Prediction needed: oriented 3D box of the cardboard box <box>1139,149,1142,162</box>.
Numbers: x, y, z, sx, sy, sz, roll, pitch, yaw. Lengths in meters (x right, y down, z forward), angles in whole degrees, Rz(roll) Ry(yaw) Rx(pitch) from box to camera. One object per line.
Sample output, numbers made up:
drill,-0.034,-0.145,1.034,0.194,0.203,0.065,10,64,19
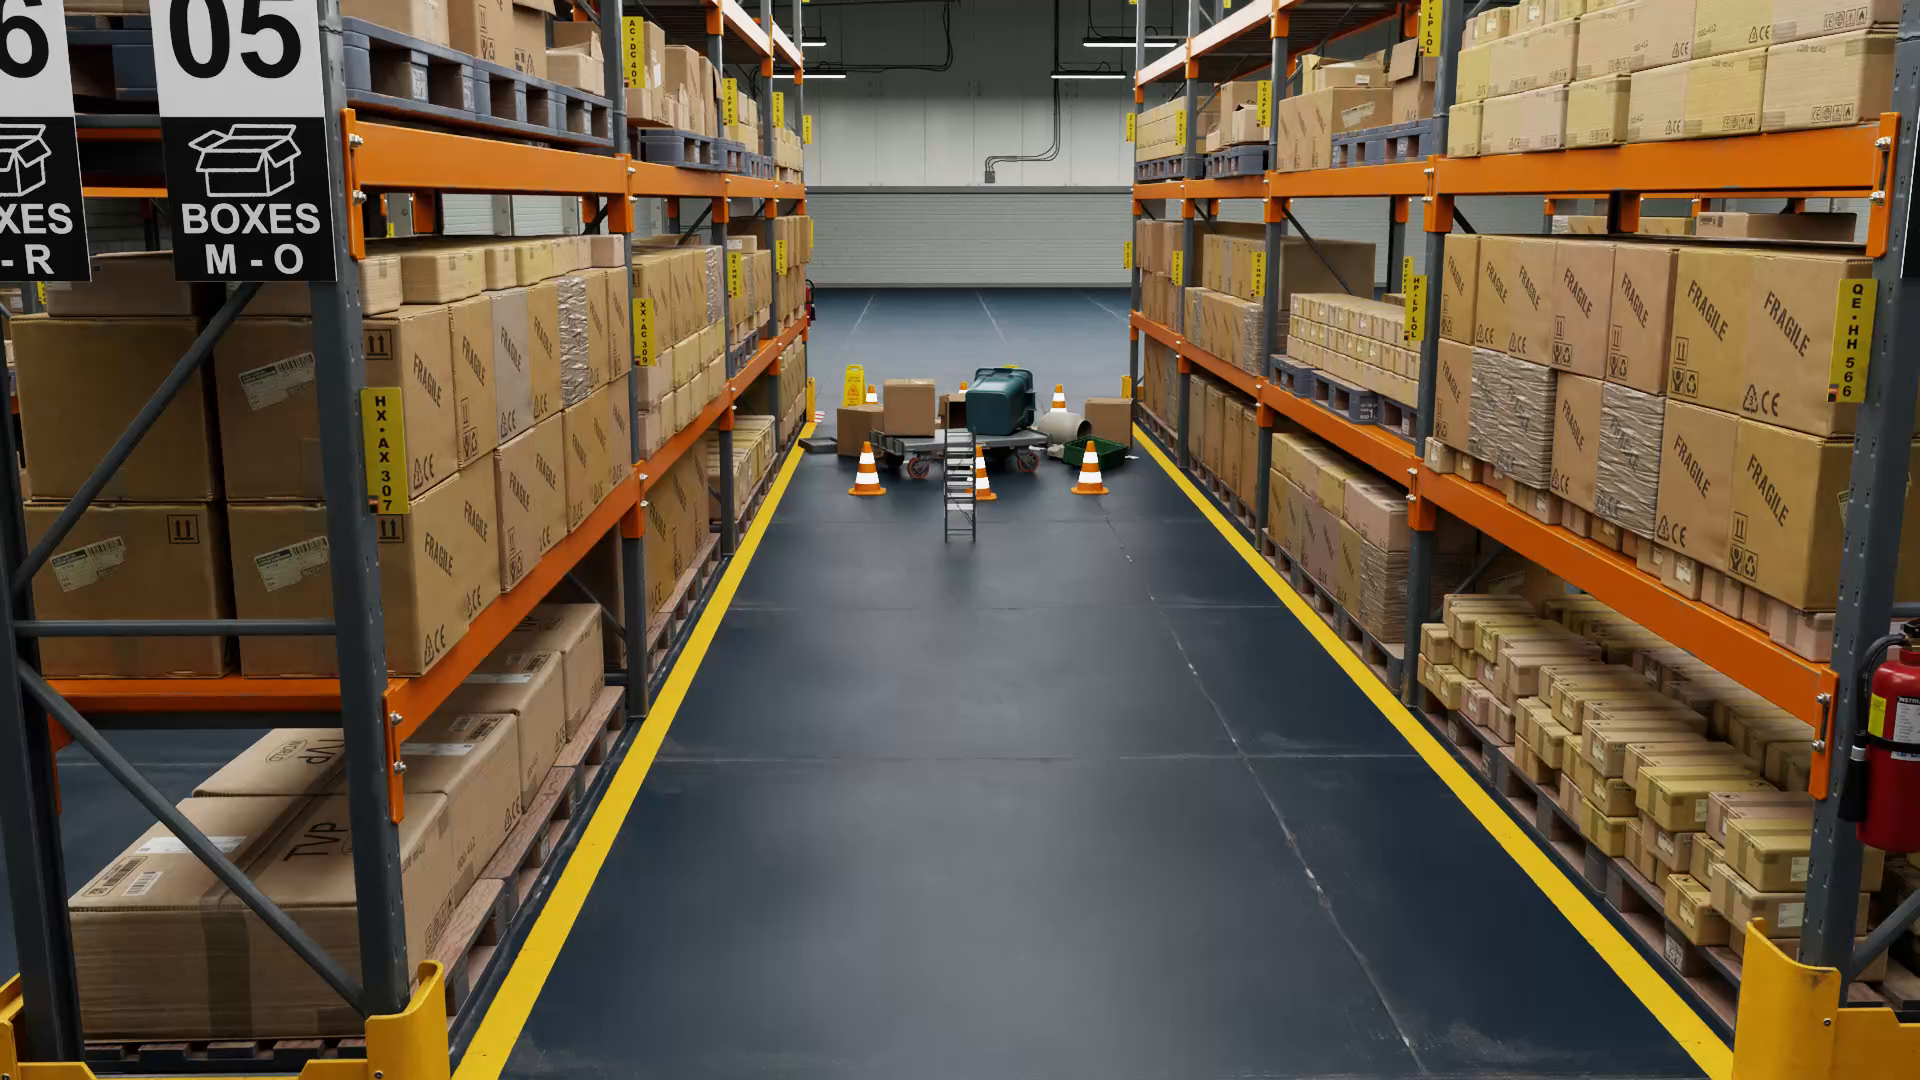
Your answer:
cardboard box,2.282,-4.465,19.306,0.380,0.149,0.250,0,11,-1

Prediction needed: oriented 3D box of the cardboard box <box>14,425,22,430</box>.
cardboard box,-7.176,-0.628,13.526,0.875,0.625,0.625,0,11,1

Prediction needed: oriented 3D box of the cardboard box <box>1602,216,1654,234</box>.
cardboard box,7.321,-3.260,18.071,0.500,0.500,0.500,0,11,-1

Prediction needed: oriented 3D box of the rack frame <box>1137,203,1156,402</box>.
rack frame,2.592,-2.984,20.223,0.949,2.616,0.053,0,11,-1

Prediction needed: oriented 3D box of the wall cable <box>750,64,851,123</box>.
wall cable,-4.861,-13.239,50.792,3.097,2.526,0.112,0,11,-1

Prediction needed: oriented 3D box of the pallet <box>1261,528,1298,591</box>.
pallet,2.769,0.128,11.896,1.003,0.211,1.213,0,11,-1

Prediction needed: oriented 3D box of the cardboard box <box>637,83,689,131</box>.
cardboard box,-1.798,-2.533,9.736,0.396,0.266,0.258,1,11,4

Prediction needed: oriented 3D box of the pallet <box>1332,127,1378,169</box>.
pallet,2.906,-2.306,9.808,1.213,0.211,1.003,0,11,-1

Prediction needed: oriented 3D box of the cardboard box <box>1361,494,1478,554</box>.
cardboard box,2.569,-0.094,9.322,0.500,0.250,0.500,-1,11,-3

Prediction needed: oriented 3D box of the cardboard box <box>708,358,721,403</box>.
cardboard box,-1.896,-1.079,11.209,0.500,0.250,0.500,0,11,0

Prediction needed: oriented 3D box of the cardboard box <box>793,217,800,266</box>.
cardboard box,-2.039,-3.123,17.394,0.700,0.500,0.500,0,11,-2

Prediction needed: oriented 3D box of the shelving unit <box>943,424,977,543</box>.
shelving unit,0.000,-0.439,12.962,0.258,0.900,0.210,0,11,-1

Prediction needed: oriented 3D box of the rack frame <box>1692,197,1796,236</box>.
rack frame,7.633,-2.189,16.305,1.000,3.000,0.127,0,11,-1

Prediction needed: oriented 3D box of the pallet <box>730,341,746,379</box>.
pallet,-2.314,-1.400,12.900,1.213,0.211,1.003,0,11,-1

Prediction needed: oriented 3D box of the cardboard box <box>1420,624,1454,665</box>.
cardboard box,2.525,0.520,8.315,0.380,0.149,0.250,0,11,1

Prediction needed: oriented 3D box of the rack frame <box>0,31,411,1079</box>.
rack frame,-2.027,0.237,4.346,1.000,3.000,0.127,0,11,-1

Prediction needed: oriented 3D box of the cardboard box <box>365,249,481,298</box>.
cardboard box,-1.748,-0.848,5.296,0.380,0.149,0.250,-1,11,-3

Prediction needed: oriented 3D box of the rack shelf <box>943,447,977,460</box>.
rack shelf,0.000,-0.671,12.915,0.258,0.077,0.200,0,11,-1

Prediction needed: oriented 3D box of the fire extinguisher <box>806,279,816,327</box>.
fire extinguisher,-1.899,-2.930,20.153,0.296,0.674,0.183,0,11,-1

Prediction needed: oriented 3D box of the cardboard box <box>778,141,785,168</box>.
cardboard box,-2.030,-3.882,16.733,0.500,0.250,0.500,0,11,-2

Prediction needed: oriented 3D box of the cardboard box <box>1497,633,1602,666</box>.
cardboard box,2.666,0.527,7.533,0.380,0.149,0.250,-1,11,-3

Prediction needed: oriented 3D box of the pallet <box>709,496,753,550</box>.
pallet,-2.207,-0.142,13.228,1.003,0.211,1.213,0,11,-1

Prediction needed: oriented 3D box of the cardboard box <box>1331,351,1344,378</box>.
cardboard box,2.591,-1.123,10.626,0.380,0.149,0.250,0,11,0

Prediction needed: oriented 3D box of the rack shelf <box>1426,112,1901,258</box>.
rack shelf,2.878,-1.318,6.278,1.077,0.370,4.000,0,11,-1

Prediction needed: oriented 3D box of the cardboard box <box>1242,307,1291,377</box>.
cardboard box,2.477,-1.531,12.810,0.500,0.500,0.500,0,11,-1

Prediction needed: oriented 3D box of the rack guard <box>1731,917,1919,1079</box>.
rack guard,2.918,1.407,4.868,1.175,0.500,0.348,0,11,-1

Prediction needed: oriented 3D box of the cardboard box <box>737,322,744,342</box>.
cardboard box,-1.930,-1.667,13.307,0.380,0.149,0.250,0,11,-1

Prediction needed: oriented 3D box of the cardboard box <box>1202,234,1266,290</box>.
cardboard box,2.688,-2.629,15.708,0.700,0.500,0.500,0,11,-2

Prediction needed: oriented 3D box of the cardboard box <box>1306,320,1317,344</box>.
cardboard box,2.580,-1.418,11.333,0.380,0.149,0.250,-1,11,-3

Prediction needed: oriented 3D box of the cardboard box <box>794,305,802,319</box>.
cardboard box,-2.001,-2.595,18.937,0.380,0.149,0.250,0,11,0

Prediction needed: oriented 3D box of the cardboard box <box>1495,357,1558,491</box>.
cardboard box,2.587,-0.495,6.956,0.500,0.500,0.500,0,11,-2

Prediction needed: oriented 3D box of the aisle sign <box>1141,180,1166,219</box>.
aisle sign,2.288,-4.271,20.028,0.394,0.787,0.004,0,11,-1

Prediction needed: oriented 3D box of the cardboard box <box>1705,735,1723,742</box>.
cardboard box,3.079,0.877,6.560,0.380,0.149,0.250,0,11,2

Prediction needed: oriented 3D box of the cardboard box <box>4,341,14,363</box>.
cardboard box,-6.758,-1.286,11.428,0.380,0.149,0.250,0,11,0

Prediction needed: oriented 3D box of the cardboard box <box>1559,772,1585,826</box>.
cardboard box,2.603,1.027,6.568,0.380,0.149,0.250,0,11,0

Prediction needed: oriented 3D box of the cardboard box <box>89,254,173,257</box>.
cardboard box,-2.264,-0.741,4.768,0.380,0.149,0.250,0,11,0

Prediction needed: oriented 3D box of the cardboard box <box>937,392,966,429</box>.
cardboard box,0.210,-1.381,18.602,0.797,0.503,0.637,-10,15,-40

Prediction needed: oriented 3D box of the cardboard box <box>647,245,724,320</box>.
cardboard box,-1.920,-1.790,11.574,0.500,0.500,0.500,-1,11,-3

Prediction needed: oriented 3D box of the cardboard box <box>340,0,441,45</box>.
cardboard box,-1.820,-1.582,5.092,0.380,0.149,0.250,0,11,1

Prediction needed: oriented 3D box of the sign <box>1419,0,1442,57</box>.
sign,2.282,-2.512,8.061,0.100,0.325,0.005,0,11,-1

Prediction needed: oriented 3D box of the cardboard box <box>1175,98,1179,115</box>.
cardboard box,2.341,-4.303,16.499,0.380,0.149,0.250,0,11,-1

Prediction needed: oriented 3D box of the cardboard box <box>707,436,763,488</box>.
cardboard box,-2.227,-0.681,14.424,0.950,0.372,0.625,0,11,1

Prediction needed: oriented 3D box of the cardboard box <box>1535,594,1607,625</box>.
cardboard box,3.105,0.371,8.304,0.380,0.149,0.250,0,11,0

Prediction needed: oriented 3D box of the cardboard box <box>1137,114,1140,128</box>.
cardboard box,2.278,-4.909,19.485,0.380,0.149,0.250,0,11,-1

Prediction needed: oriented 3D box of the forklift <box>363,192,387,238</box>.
forklift,-5.116,-1.492,13.203,1.129,2.867,3.031,-7,13,-31

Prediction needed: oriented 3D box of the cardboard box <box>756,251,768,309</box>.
cardboard box,-2.025,-2.359,15.089,0.500,0.500,0.500,0,11,-1

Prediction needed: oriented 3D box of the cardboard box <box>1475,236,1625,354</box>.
cardboard box,2.629,-1.090,7.371,0.500,0.500,0.500,-1,11,-3

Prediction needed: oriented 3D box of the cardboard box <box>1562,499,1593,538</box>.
cardboard box,2.644,-0.103,6.654,0.380,0.149,0.250,0,11,1

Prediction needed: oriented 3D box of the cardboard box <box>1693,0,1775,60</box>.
cardboard box,2.644,-1.637,5.160,0.500,0.250,0.500,-1,11,-3

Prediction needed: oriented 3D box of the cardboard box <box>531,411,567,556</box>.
cardboard box,-1.808,-0.210,6.297,0.500,0.500,0.500,0,11,1

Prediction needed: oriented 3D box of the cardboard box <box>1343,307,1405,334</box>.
cardboard box,2.600,-1.364,10.319,0.380,0.149,0.250,0,11,-2

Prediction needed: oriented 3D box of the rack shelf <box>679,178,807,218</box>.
rack shelf,-2.316,-3.663,17.837,1.077,0.370,4.000,0,11,-1

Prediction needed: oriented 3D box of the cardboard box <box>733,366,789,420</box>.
cardboard box,-2.017,-1.492,16.845,0.500,0.500,0.500,0,11,2

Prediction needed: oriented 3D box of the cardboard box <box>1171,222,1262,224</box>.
cardboard box,2.697,-3.082,17.612,0.875,0.550,0.550,0,11,-1
